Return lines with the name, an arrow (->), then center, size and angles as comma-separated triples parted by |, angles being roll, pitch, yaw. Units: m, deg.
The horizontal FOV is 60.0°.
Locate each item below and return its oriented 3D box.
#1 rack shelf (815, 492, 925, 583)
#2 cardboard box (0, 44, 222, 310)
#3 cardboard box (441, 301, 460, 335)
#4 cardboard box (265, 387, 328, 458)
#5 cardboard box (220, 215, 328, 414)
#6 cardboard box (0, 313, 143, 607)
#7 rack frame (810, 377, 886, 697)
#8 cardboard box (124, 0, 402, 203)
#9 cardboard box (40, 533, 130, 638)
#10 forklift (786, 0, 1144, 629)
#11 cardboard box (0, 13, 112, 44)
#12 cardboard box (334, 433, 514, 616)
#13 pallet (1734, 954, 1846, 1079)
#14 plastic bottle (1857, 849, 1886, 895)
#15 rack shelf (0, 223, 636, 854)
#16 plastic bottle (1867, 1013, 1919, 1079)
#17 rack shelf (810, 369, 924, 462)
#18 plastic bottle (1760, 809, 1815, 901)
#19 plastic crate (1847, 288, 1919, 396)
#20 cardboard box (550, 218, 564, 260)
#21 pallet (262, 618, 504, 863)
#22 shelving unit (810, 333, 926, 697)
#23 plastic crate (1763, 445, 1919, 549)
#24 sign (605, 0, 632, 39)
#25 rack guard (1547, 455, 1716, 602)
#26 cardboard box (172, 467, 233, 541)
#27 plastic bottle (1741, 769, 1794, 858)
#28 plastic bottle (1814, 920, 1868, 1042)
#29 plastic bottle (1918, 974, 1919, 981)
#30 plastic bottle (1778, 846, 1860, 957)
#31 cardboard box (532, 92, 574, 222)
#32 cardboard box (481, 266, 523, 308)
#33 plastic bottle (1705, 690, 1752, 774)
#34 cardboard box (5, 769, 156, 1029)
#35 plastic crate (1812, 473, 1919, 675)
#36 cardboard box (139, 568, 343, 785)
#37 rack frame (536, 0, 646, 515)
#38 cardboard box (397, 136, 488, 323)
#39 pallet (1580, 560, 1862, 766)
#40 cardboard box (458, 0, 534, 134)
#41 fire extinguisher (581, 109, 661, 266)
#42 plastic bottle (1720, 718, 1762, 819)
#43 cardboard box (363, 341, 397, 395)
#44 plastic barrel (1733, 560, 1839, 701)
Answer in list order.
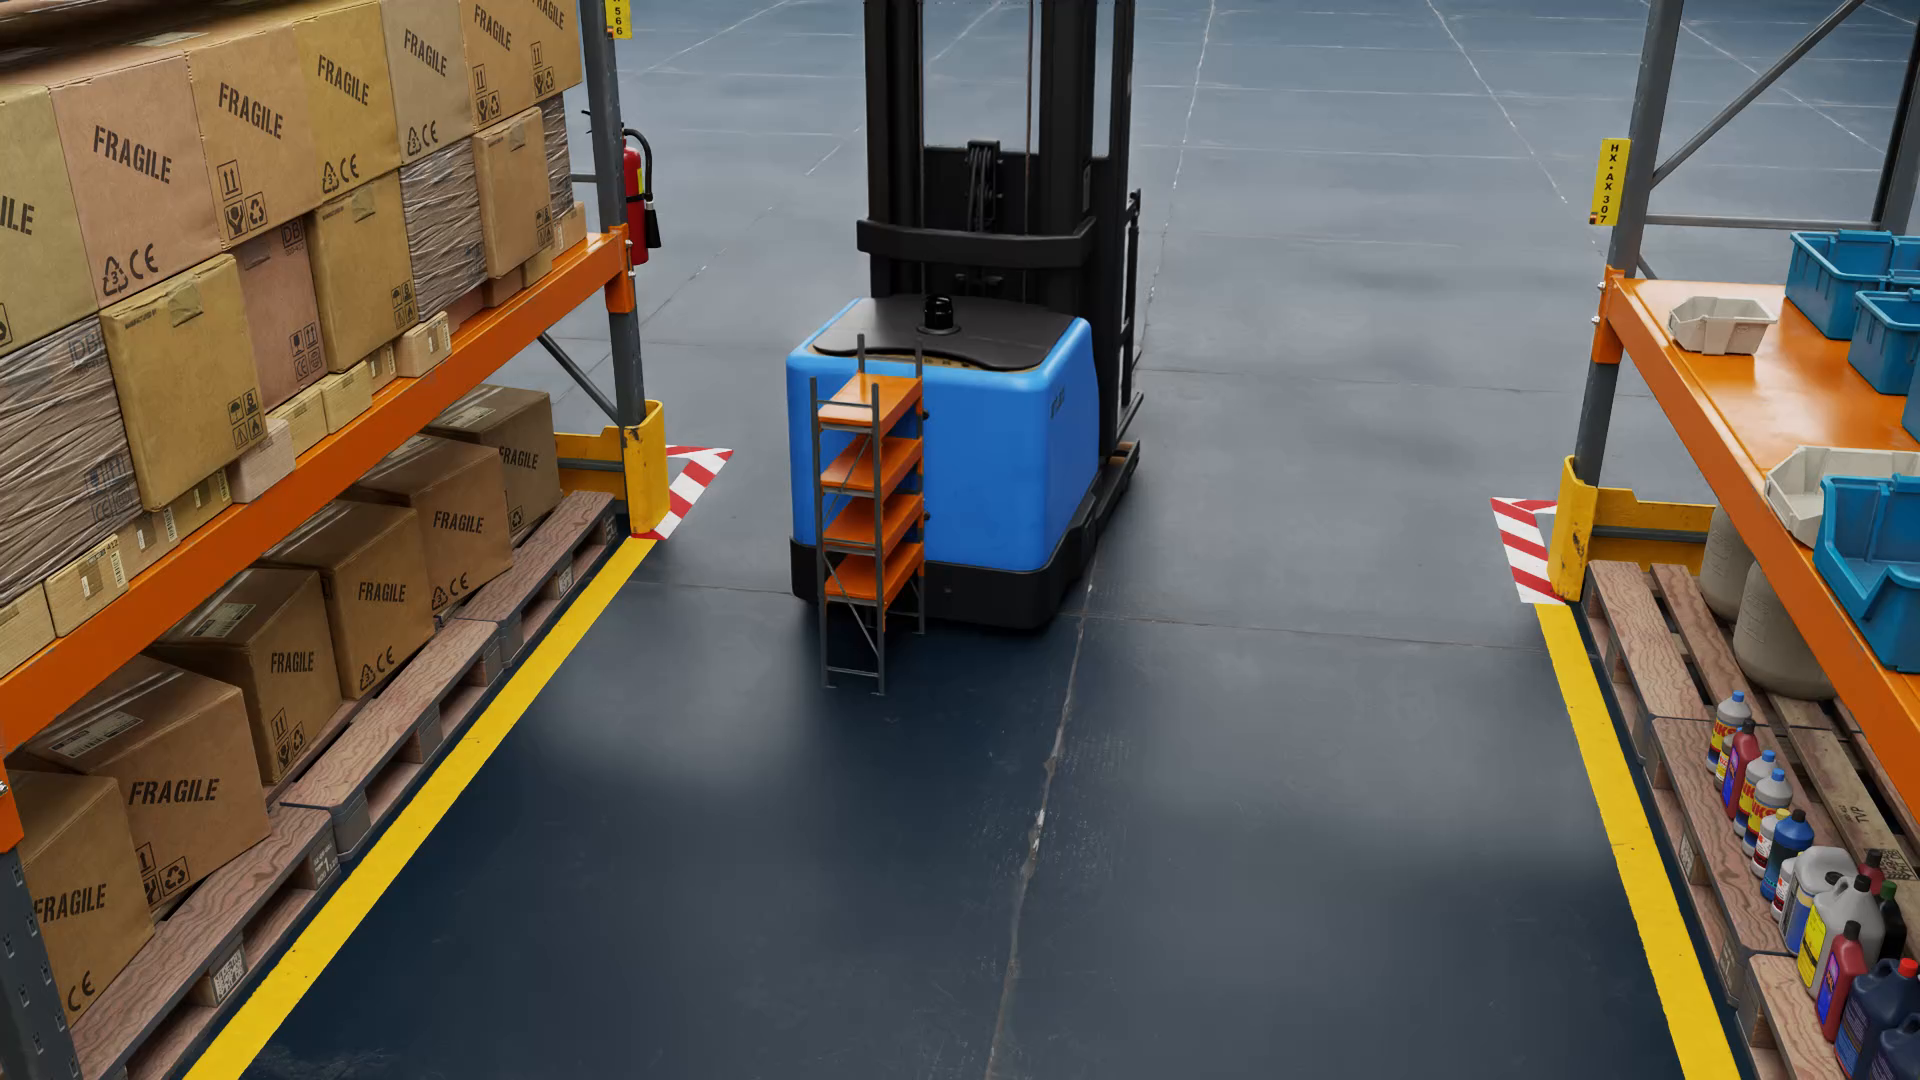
rack shelf -> -0.320, -0.028, 6.053 | 0.258, 0.148, 0.480 | 7, 26, 14
cardboard box -> -2.147, -0.865, 3.911 | 0.500, 0.500, 0.500 | 4, 25, 9
cardboard box -> -1.929, -0.754, 5.618 | 0.380, 0.149, 0.250 | 4, 25, 9
cardboard box -> -2.040, -0.332, 4.717 | 0.380, 0.149, 0.250 | 4, 25, 9
cardboard box -> -2.318, -0.639, 4.607 | 0.875, 0.500, 0.500 | 4, 25, 9
cardboard box -> -2.417, -0.216, 3.704 | 0.875, 0.500, 0.500 | 4, 25, 9
rack frame -> -0.388, 0.010, 5.812 | 0.240, 1.200, 0.015 | 7, 26, 14
cardboard box -> -1.994, -1.284, 4.806 | 0.500, 0.500, 0.500 | 4, 25, 9
cardboard box -> -2.166, 0.089, 3.818 | 0.380, 0.149, 0.250 | 4, 25, 9
forklift -> 0.227, -1.589, 7.187 | 1.130, 2.935, 3.031 | 7, 26, 14
cardboard box -> -2.586, -1.110, 4.436 | 0.500, 0.500, 0.500 | 4, 25, 9
cardboard box -> -2.080, -0.071, 6.316 | 0.500, 0.500, 0.500 | 11, 27, 22
pallet -> 2.486, 1.476, 3.848 | 1.003, 0.211, 1.213 | 4, 25, 9
plastic bottle -> 2.376, 0.957, 4.353 | 0.061, 0.283, 0.133 | 4, 25, 9
rack shelf -> -2.225, -0.363, 5.335 | 1.077, 0.370, 4.000 | 4, 25, 9
plastic bottle -> 2.156, 1.202, 3.749 | 0.144, 0.351, 0.185 | 3, 25, 7
rack shelf -> -0.320, -0.445, 5.858 | 0.258, 0.148, 0.480 | 7, 26, 14
plastic bottle -> 2.279, 0.861, 4.571 | 0.097, 0.271, 0.097 | 0, 25, 0
plastic crate -> 3.090, -0.613, 5.197 | 0.499, 0.251, 0.408 | 4, 25, 9
cardboard box -> -1.782, -1.173, 6.514 | 0.380, 0.149, 0.250 | 4, 25, 9
pallet -> -2.280, 0.616, 5.685 | 1.003, 0.211, 1.213 | 4, 25, 9
shelving unit -> -0.320, -0.089, 6.025 | 0.258, 1.200, 0.503 | 7, 26, 14
plastic crate -> 2.350, -0.086, 4.207 | 0.530, 0.136, 0.437 | 4, 25, 9
sign -> -1.353, -2.146, 6.557 | 0.100, 0.325, 0.005 | 4, 25, 9
rack guard -> 3.023, -0.015, 6.692 | 1.175, 0.500, 0.348 | 4, 25, 9
cardboard box -> -2.121, -0.123, 4.270 | 0.380, 0.149, 0.250 | 4, 25, 9
plastic bottle -> 2.313, 0.777, 4.752 | 0.097, 0.271, 0.097 | 0, 25, 0
plastic bottle -> 2.173, 1.082, 4.086 | 0.061, 0.283, 0.133 | 6, 26, 12
plastic bottle -> 2.337, 1.156, 3.937 | 0.152, 0.276, 0.135 | 4, 25, 9
plastic bottle -> 2.270, 0.953, 4.369 | 0.152, 0.276, 0.135 | 4, 25, 9
cardboard box -> -2.015, -1.477, 6.398 | 0.875, 0.500, 0.500 | 4, 25, 9
cardboard box -> -1.828, -0.962, 6.062 | 0.380, 0.149, 0.250 | 4, 25, 9
plastic bottle -> 2.385, 0.591, 5.148 | 0.097, 0.271, 0.097 | 0, 25, 0
cardboard box -> -2.447, 0.925, 4.188 | 0.500, 0.500, 0.500 | 3, 25, 7
plastic crate -> 2.248, 0.077, 3.723 | 0.499, 0.251, 0.616 | 4, 25, 9
cardboard box -> -2.337, 0.420, 5.267 | 0.500, 0.500, 0.500 | 2, 25, 4
rack frame -> -1.898, -1.525, 6.970 | 1.000, 3.000, 0.127 | 4, 25, 9
cardboard box -> -2.102, -1.053, 5.493 | 0.875, 0.500, 0.500 | 4, 25, 9
pallet -> 2.885, 0.456, 6.028 | 1.003, 0.211, 1.213 | 4, 25, 9
cardboard box -> -1.820, -1.701, 5.698 | 0.500, 0.500, 0.500 | 4, 25, 9
fire extinguisher -> -1.424, -1.506, 7.020 | 0.296, 0.674, 0.183 | 4, 25, 9
plastic bottle -> 2.330, 0.679, 4.946 | 0.061, 0.283, 0.133 | 4, 25, 9
cardboard box -> -1.992, -0.543, 5.169 | 0.380, 0.149, 0.250 | 4, 25, 9
plastic barrel -> 2.875, 0.245, 5.628 | 0.421, 0.512, 0.421 | 0, 25, 0
